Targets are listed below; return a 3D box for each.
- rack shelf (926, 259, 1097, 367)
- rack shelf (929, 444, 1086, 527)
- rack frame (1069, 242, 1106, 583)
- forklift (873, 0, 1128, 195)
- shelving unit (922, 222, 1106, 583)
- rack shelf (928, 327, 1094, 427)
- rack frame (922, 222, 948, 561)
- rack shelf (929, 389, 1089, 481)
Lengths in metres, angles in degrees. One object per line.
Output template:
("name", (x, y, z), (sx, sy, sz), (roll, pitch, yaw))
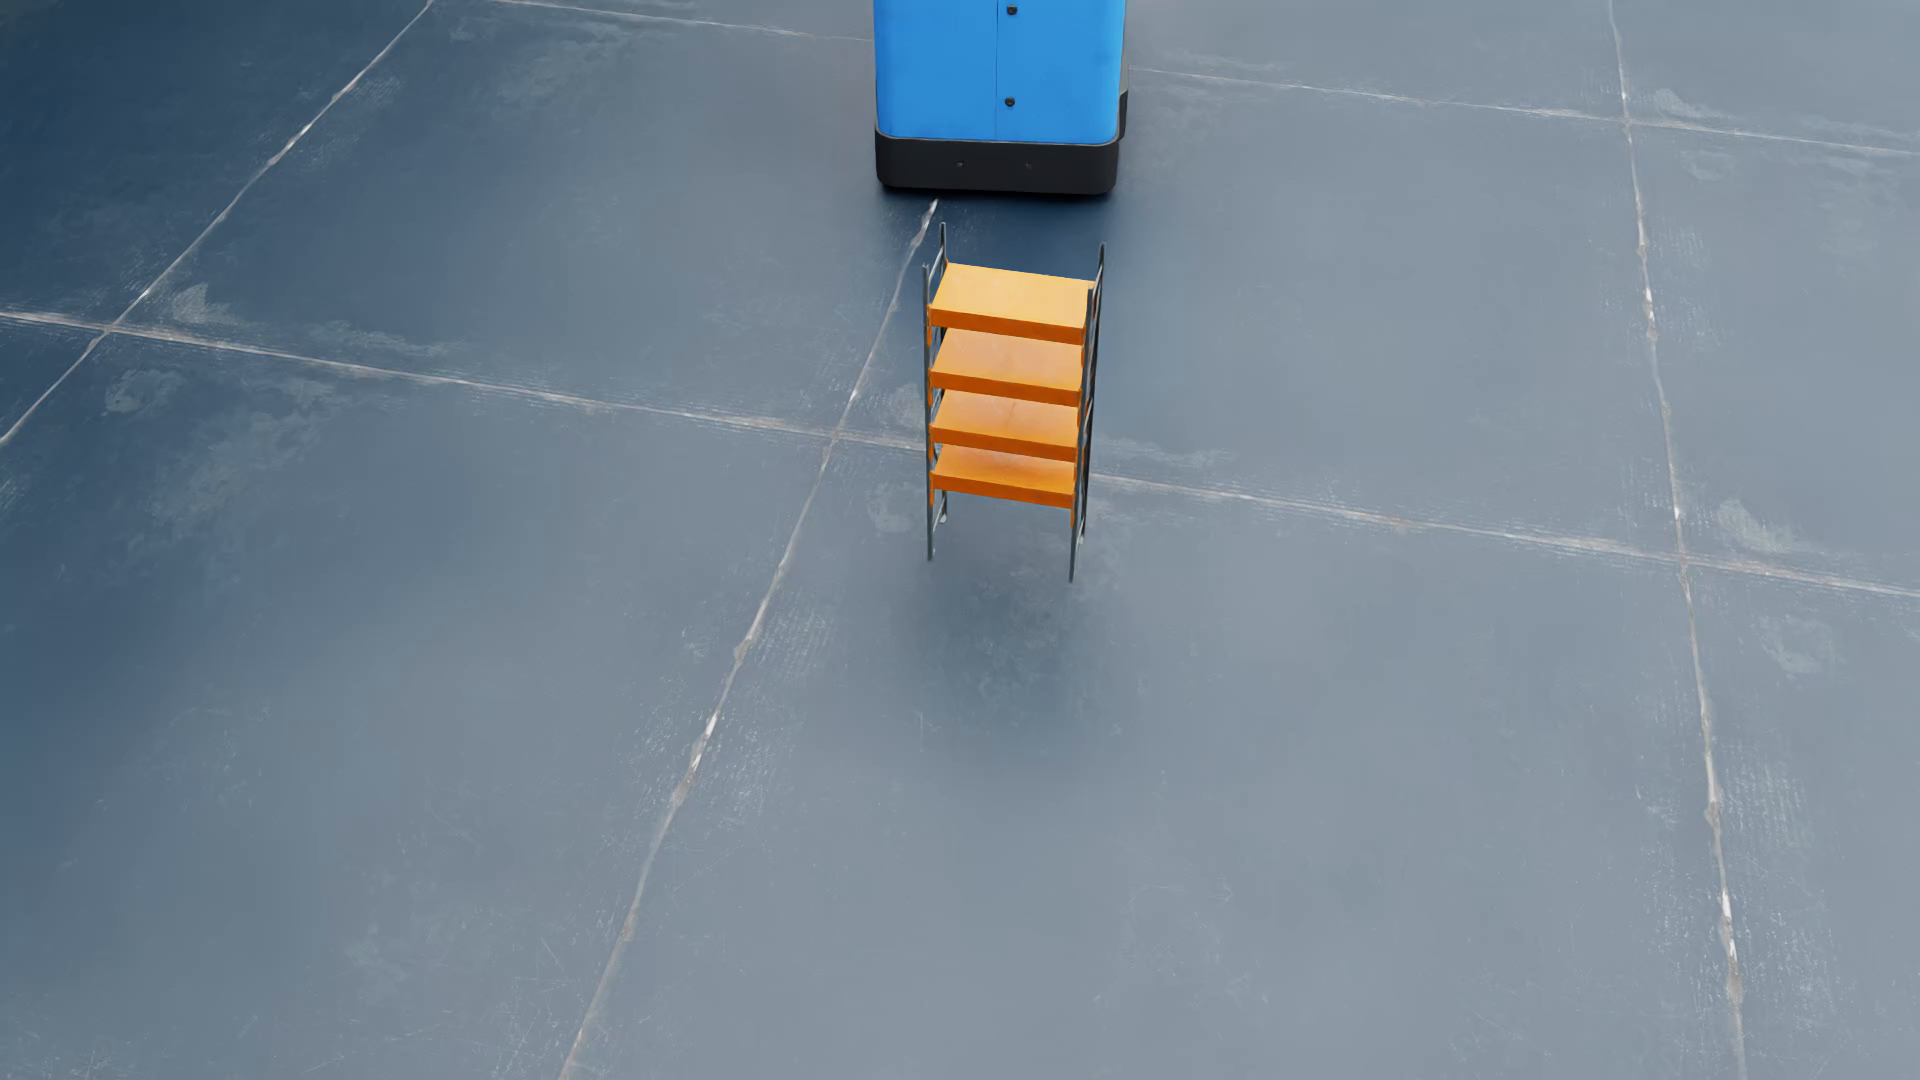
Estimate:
("rack shelf", (0.162, -0.690, 5.035), (0.480, 0.148, 0.258), (9, 45, 9))
("rack shelf", (0.162, -0.216, 5.492), (0.480, 0.148, 0.258), (9, 45, 9))
("rack frame", (0.400, -0.370, 5.269), (0.015, 1.200, 0.240), (9, 45, 9))
("forklift", (0.257, -3.567, 7.343), (1.130, 2.935, 3.031), (3, 44, 3))
("shelving unit", (0.162, -0.407, 5.308), (0.503, 1.200, 0.258), (9, 45, 9))
("rack shelf", (0.162, -0.520, 5.199), (0.480, 0.148, 0.258), (9, 45, 9))
("rack frame", (-0.077, -0.444, 5.346), (0.015, 1.200, 0.240), (9, 45, 9))
("rack shelf", (0.162, -0.359, 5.355), (0.480, 0.148, 0.258), (9, 45, 9))
